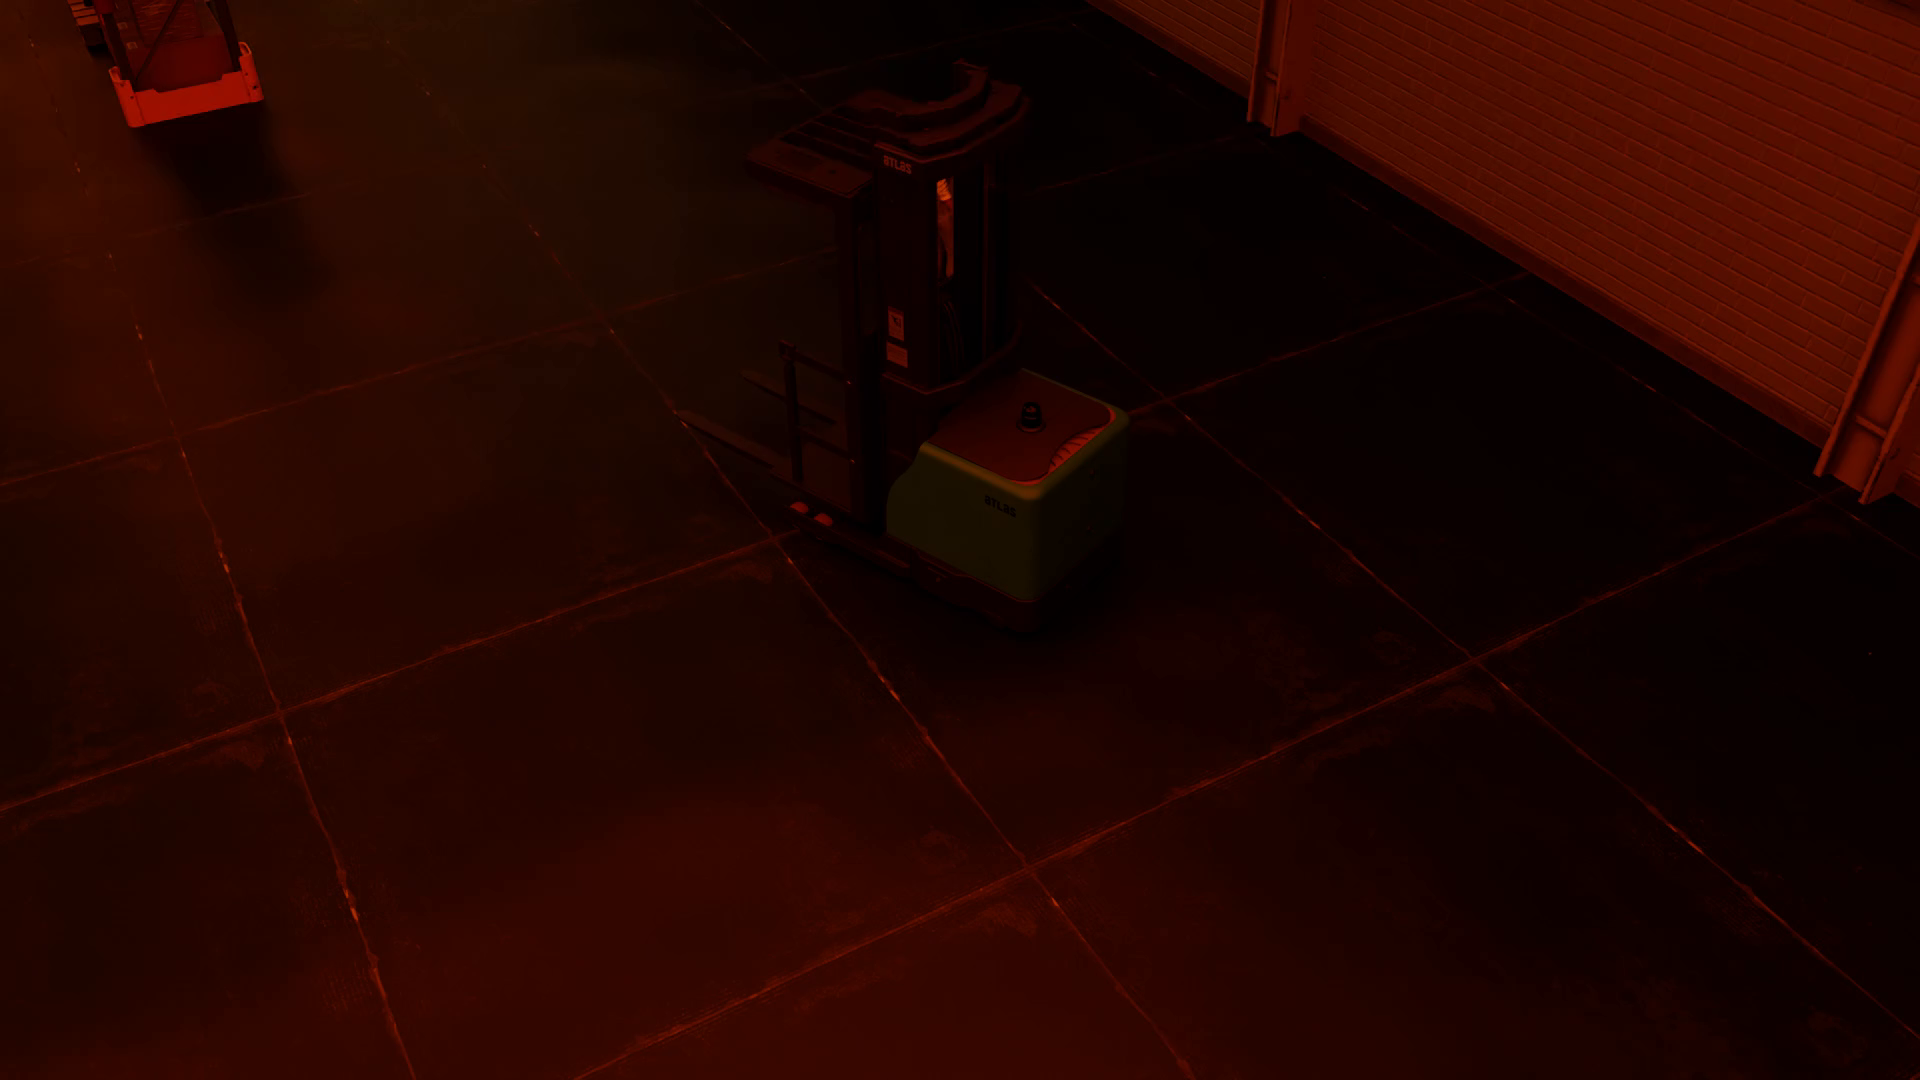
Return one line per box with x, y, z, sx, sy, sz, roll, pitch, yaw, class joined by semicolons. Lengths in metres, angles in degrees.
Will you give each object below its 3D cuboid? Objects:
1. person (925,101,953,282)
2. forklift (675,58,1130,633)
-0.066;-2.402;11.970;0.477;1.590;0.518;-13;41;-15;person
-0.481;-1.366;9.683;3.031;2.935;1.130;26;46;28;forklift
